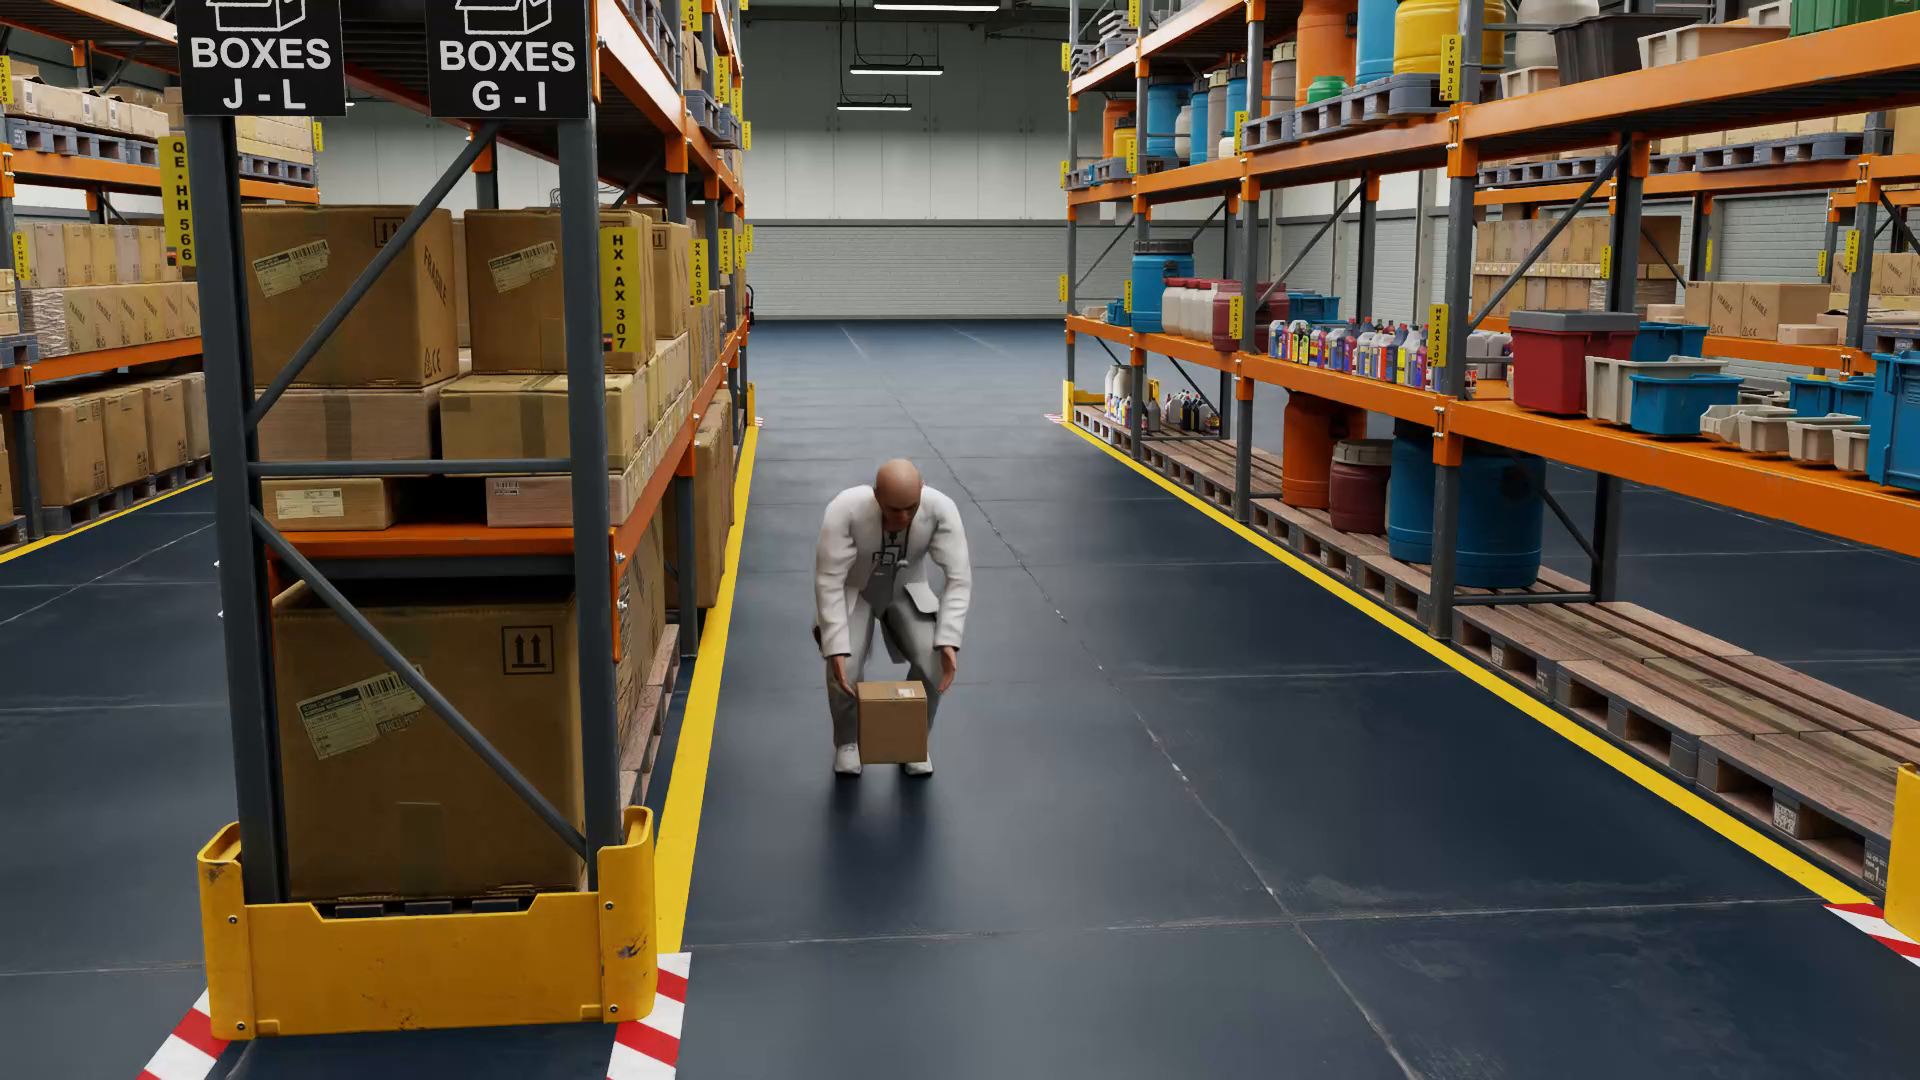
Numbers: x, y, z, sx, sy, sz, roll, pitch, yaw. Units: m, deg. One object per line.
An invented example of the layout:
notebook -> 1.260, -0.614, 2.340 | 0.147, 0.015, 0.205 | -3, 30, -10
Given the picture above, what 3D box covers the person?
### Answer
person -> -0.281, 0.294, 6.672 | 0.633, 1.293, 0.775 | -1, 10, -6
